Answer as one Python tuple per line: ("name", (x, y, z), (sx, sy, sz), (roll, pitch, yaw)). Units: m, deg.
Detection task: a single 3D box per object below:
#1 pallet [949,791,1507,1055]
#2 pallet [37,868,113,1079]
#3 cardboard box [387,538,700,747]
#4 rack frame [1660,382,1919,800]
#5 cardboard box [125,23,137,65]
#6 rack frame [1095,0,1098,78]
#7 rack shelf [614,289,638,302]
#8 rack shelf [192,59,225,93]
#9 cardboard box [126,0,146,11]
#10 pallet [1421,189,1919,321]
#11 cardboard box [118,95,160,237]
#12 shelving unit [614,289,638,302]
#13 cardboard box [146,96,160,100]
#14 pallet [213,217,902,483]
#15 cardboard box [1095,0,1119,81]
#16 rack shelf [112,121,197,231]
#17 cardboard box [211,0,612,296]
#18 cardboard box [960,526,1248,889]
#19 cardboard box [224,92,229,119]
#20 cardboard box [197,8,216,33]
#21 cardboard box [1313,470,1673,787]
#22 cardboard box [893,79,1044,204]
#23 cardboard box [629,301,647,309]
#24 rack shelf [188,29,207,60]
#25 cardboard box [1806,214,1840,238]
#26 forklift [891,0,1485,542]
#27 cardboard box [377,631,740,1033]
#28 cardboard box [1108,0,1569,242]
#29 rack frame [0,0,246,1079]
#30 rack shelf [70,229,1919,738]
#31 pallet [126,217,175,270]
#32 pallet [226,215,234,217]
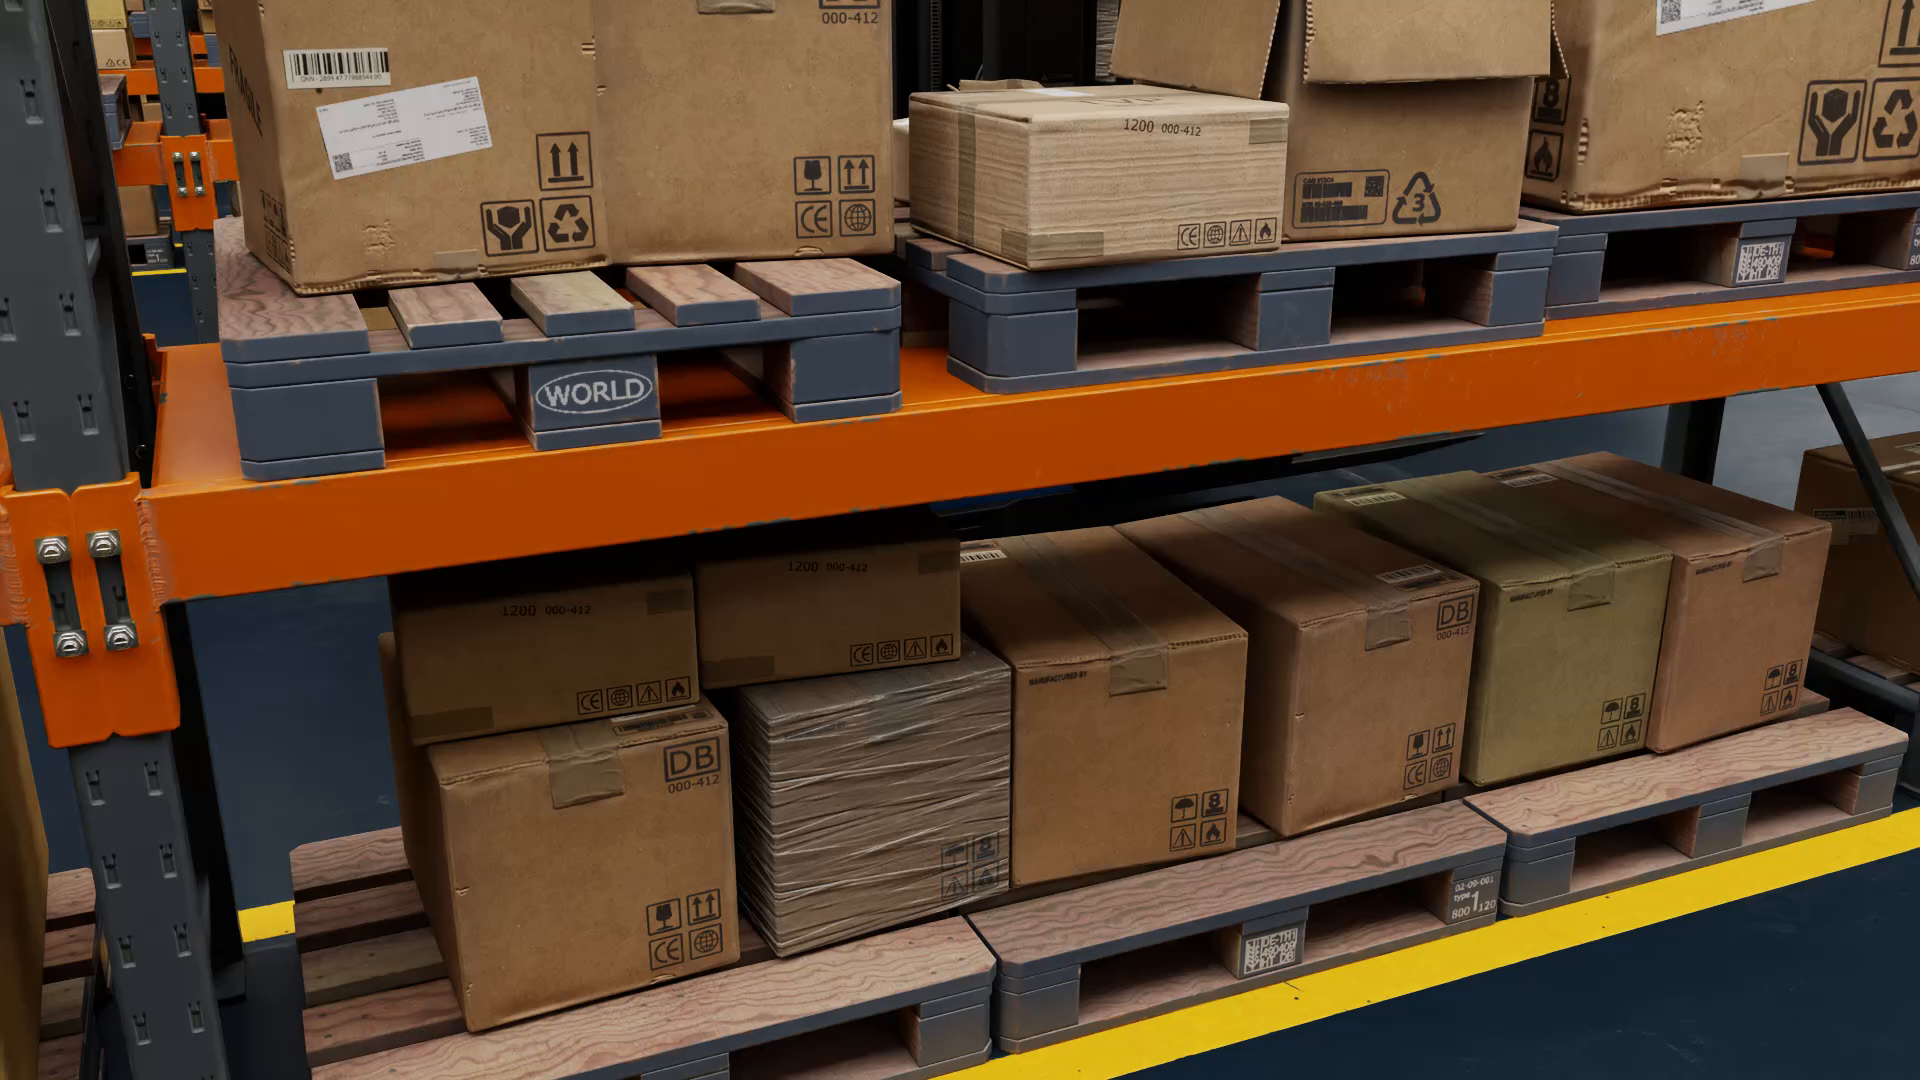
("pallet", (0.441, 0.665, 3.815), (1.213, 0.211, 1.003), (-8, 21, -22))
("pallet", (-2.149, 1.007, 2.843), (1.213, 0.211, 1.003), (-8, 21, -22))
("cardboard box", (-0.792, 0.132, 3.103), (0.500, 0.250, 0.500), (-7, 21, -20))
("rack frame", (2.277, -0.915, 4.104), (0.127, 3.000, 1.000), (-8, 21, -22))
("cardboard box", (-5.870, -3.352, 11.252), (0.500, 0.250, 0.500), (-9, 21, -23))
("rack frame", (0.405, -2.441, 8.437), (0.127, 3.000, 1.000), (-8, 21, -22))
("rack shelf", (-1.041, -0.770, 5.219), (0.480, 0.148, 0.258), (-9, 21, -24))
("rack shelf", (-3.484, -3.334, 12.059), (4.000, 0.370, 1.077), (-8, 21, -22))
("cardboard box", (-7.825, -5.149, 15.346), (0.500, 0.500, 0.500), (-7, 21, -19))
("pallet", (1.518, -0.768, 3.976), (1.213, 0.211, 1.003), (-8, 21, -22))
("cardboard box", (-5.988, -2.541, 11.289), (0.875, 0.875, 0.875), (-8, 21, -22))
("shelving unit", (-1.041, -0.399, 5.349), (0.503, 1.200, 0.258), (-9, 21, -24))
("cardboard box", (-7.788, -3.973, 15.920), (0.500, 0.500, 0.500), (-7, 21, -20))
("pallet", (-0.783, -0.424, 3.000), (1.003, 0.211, 1.213), (-8, 21, -22))
("cardboard box", (0.740, -2.564, 8.560), (0.550, 0.550, 0.875), (-8, 21, -22))
("rack shelf", (-5.104, -1.312, 6.315), (4.000, 0.370, 1.077), (-8, 21, -22))
("cardboard box", (-0.915, -0.717, 2.759), (0.500, 0.500, 0.500), (-11, 22, -29))
("cardboard box", (0.234, 0.335, 3.655), (0.500, 0.500, 0.700), (-6, 20, -17))
("cardboard box", (-6.712, -4.080, 16.036), (0.625, 0.625, 0.875), (-7, 21, -20))
("cardboard box", (-4.949, -3.476, 11.125), (0.250, 0.149, 0.380), (-9, 22, -25))
("cardboard box", (1.260, 0.188, 4.073), (0.500, 0.500, 0.700), (-8, 21, -22))
("cardboard box", (0.029, -0.825, 3.419), (0.258, 0.266, 0.396), (-9, 21, -23))
("cardboard box", (-1.871, -1.220, 7.726), (0.750, 0.750, 1.050), (-8, 21, -21))
("rack shelf", (-5.454, -4.848, 16.356), (4.000, 0.370, 1.077), (-8, 21, -22))
("cardboard box", (2.358, -0.914, 4.480), (0.250, 0.149, 0.380), (-8, 21, -22))
("forklift", (0.562, -1.473, 5.792), (3.031, 2.935, 1.130), (-9, 21, -24))
("cardboard box", (-0.788, 0.489, 3.219), (0.500, 0.500, 0.700), (-9, 21, -25))
("cardboard box", (0.722, -0.905, 3.289), (0.637, 0.503, 0.797), (-6, 20, -16))
("rack frame", (-1.395, -0.389, 2.609), (0.127, 3.000, 1.000), (-8, 21, -22))
("rack shelf", (0.441, -0.312, 3.476), (4.000, 0.370, 1.077), (-8, 21, -22))
("pallet", (-6.075, -2.015, 11.426), (1.213, 0.211, 1.003), (-8, 21, -22))
("pallet", (-4.603, -2.198, 11.946), (1.213, 0.211, 1.003), (-8, 21, -22))
